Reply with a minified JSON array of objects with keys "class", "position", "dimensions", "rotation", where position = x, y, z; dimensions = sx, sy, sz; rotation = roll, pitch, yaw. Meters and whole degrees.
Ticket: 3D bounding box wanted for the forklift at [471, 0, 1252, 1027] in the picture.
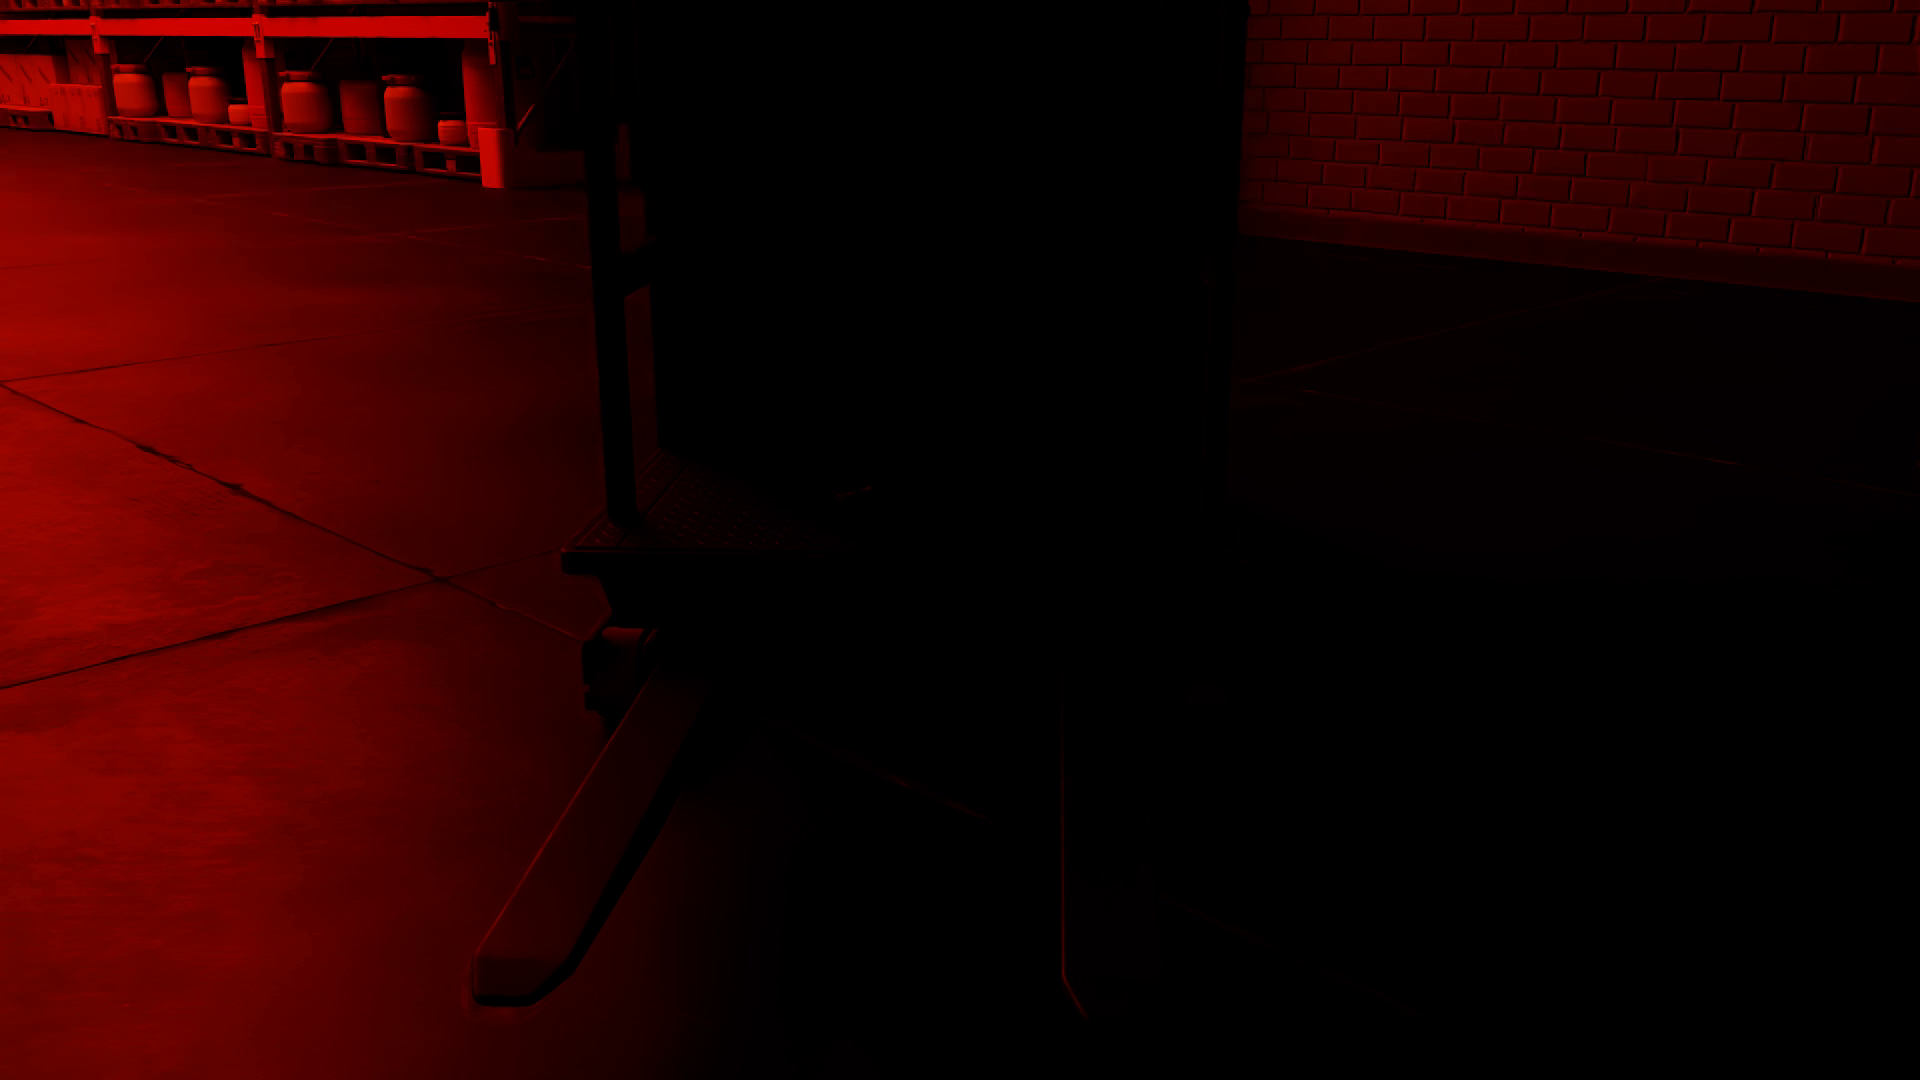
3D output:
[{"class":"forklift","position":[-0.064,-1.170,2.714],"dimensions":[1.130,2.935,3.031],"rotation":[1,17,3]}]
